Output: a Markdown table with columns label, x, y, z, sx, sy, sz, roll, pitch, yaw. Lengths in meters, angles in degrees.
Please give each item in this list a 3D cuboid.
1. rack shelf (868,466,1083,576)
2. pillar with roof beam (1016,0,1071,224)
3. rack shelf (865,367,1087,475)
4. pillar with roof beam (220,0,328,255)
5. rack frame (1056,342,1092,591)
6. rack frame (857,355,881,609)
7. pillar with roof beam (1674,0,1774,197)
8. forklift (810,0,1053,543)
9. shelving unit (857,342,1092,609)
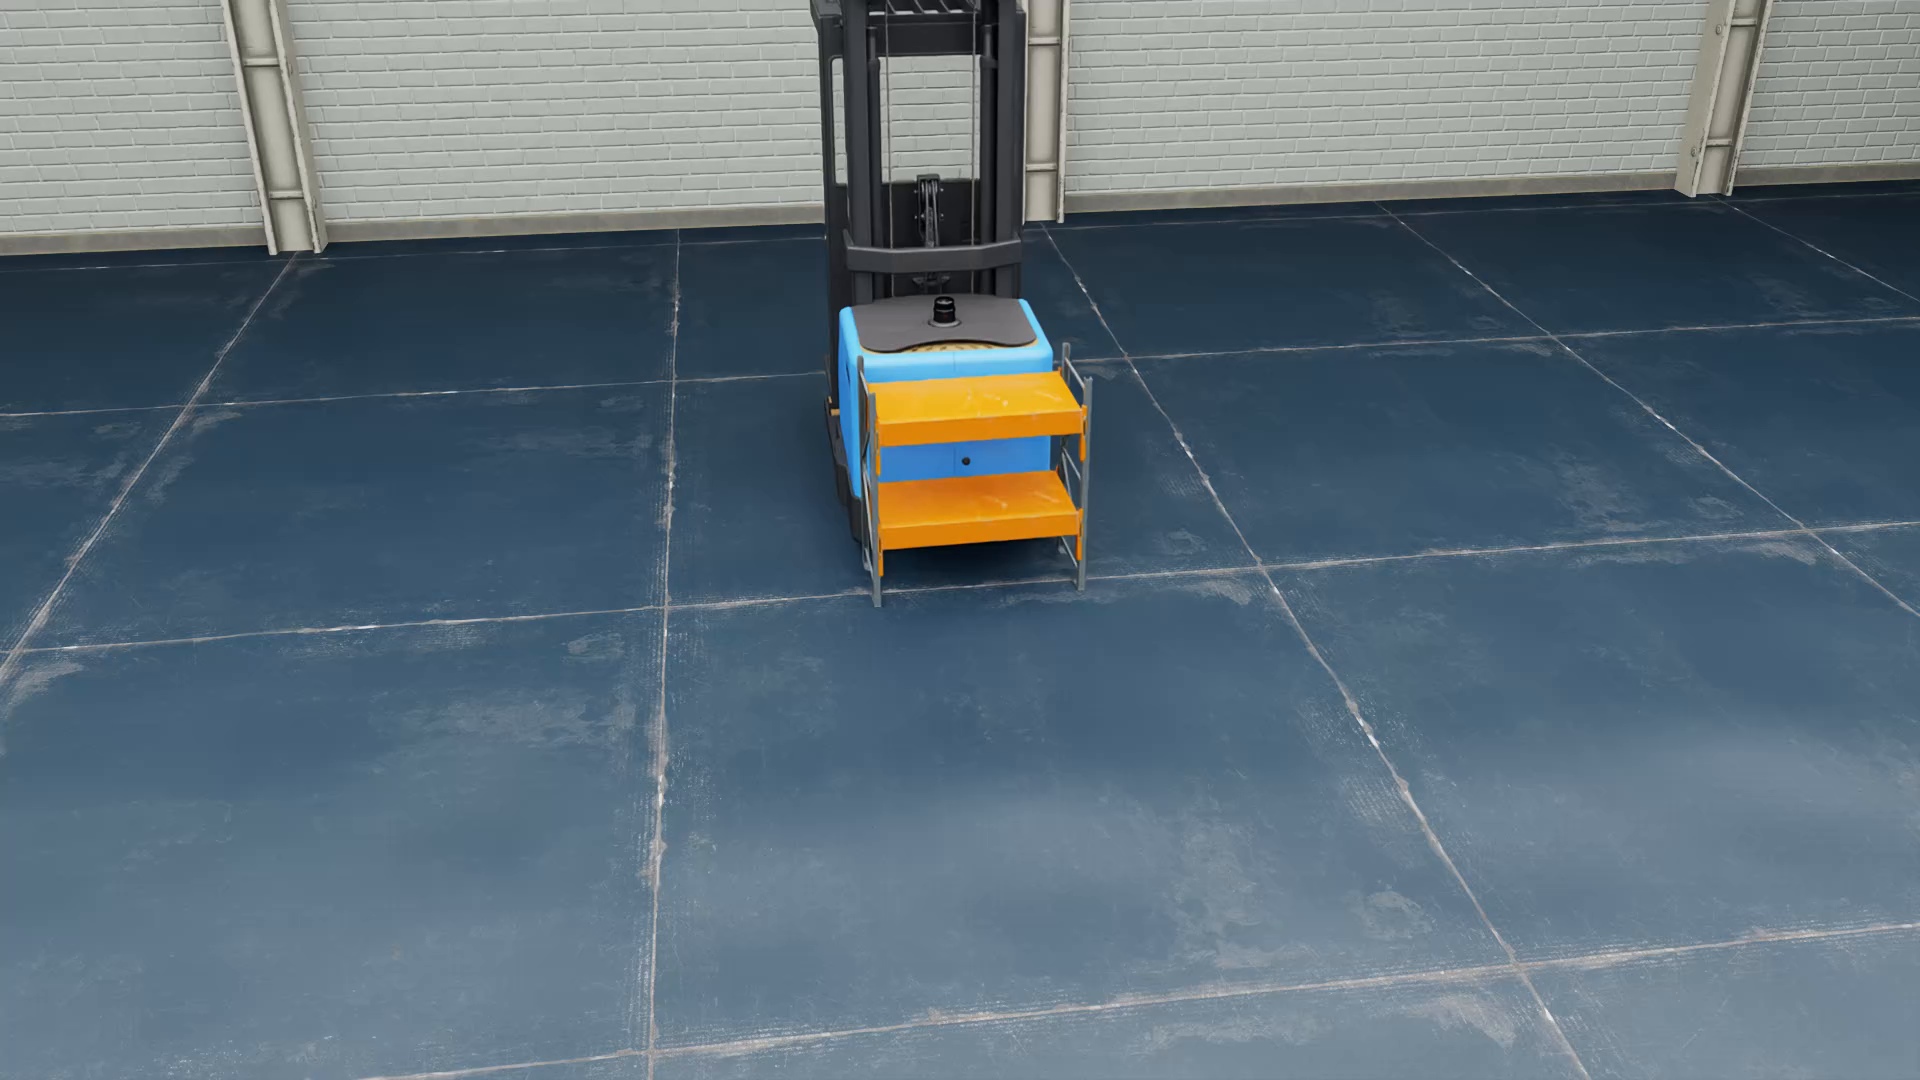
| label | x | y | z | sx | sy | sz | roll | pitch | yaw |
| --- | --- | --- | --- | --- | --- | --- | --- | --- | --- |
| rack shelf | 0.060 | -0.102 | 8.252 | 1.000 | 0.278 | 0.538 | -5 | 28 | -9 |
| pillar with roof beam | 1.256 | -4.776 | 8.200 | 0.400 | 9.000 | 9.100 | -4 | 27 | -7 |
| rack shelf | 0.059 | -0.580 | 8.006 | 1.000 | 0.278 | 0.538 | -5 | 28 | -9 |
| pillar with roof beam | -4.685 | -4.394 | 7.456 | 0.400 | 9.000 | 9.100 | -4 | 27 | -7 |
| rack frame | 0.560 | -0.359 | 8.217 | 0.032 | 1.125 | 0.500 | -5 | 28 | -9 |
| rack frame | -0.441 | -0.280 | 8.063 | 0.032 | 1.125 | 0.500 | -5 | 28 | -9 |
| pillar with roof beam | 7.198 | -5.157 | 8.944 | 0.400 | 9.000 | 9.100 | -4 | 27 | -7 |
| forklift | -0.232 | -1.937 | 9.315 | 1.130 | 2.935 | 3.031 | -4 | 27 | -7 |
| shelving unit | 0.059 | -0.319 | 8.140 | 1.048 | 1.125 | 0.538 | -5 | 28 | -9 |
